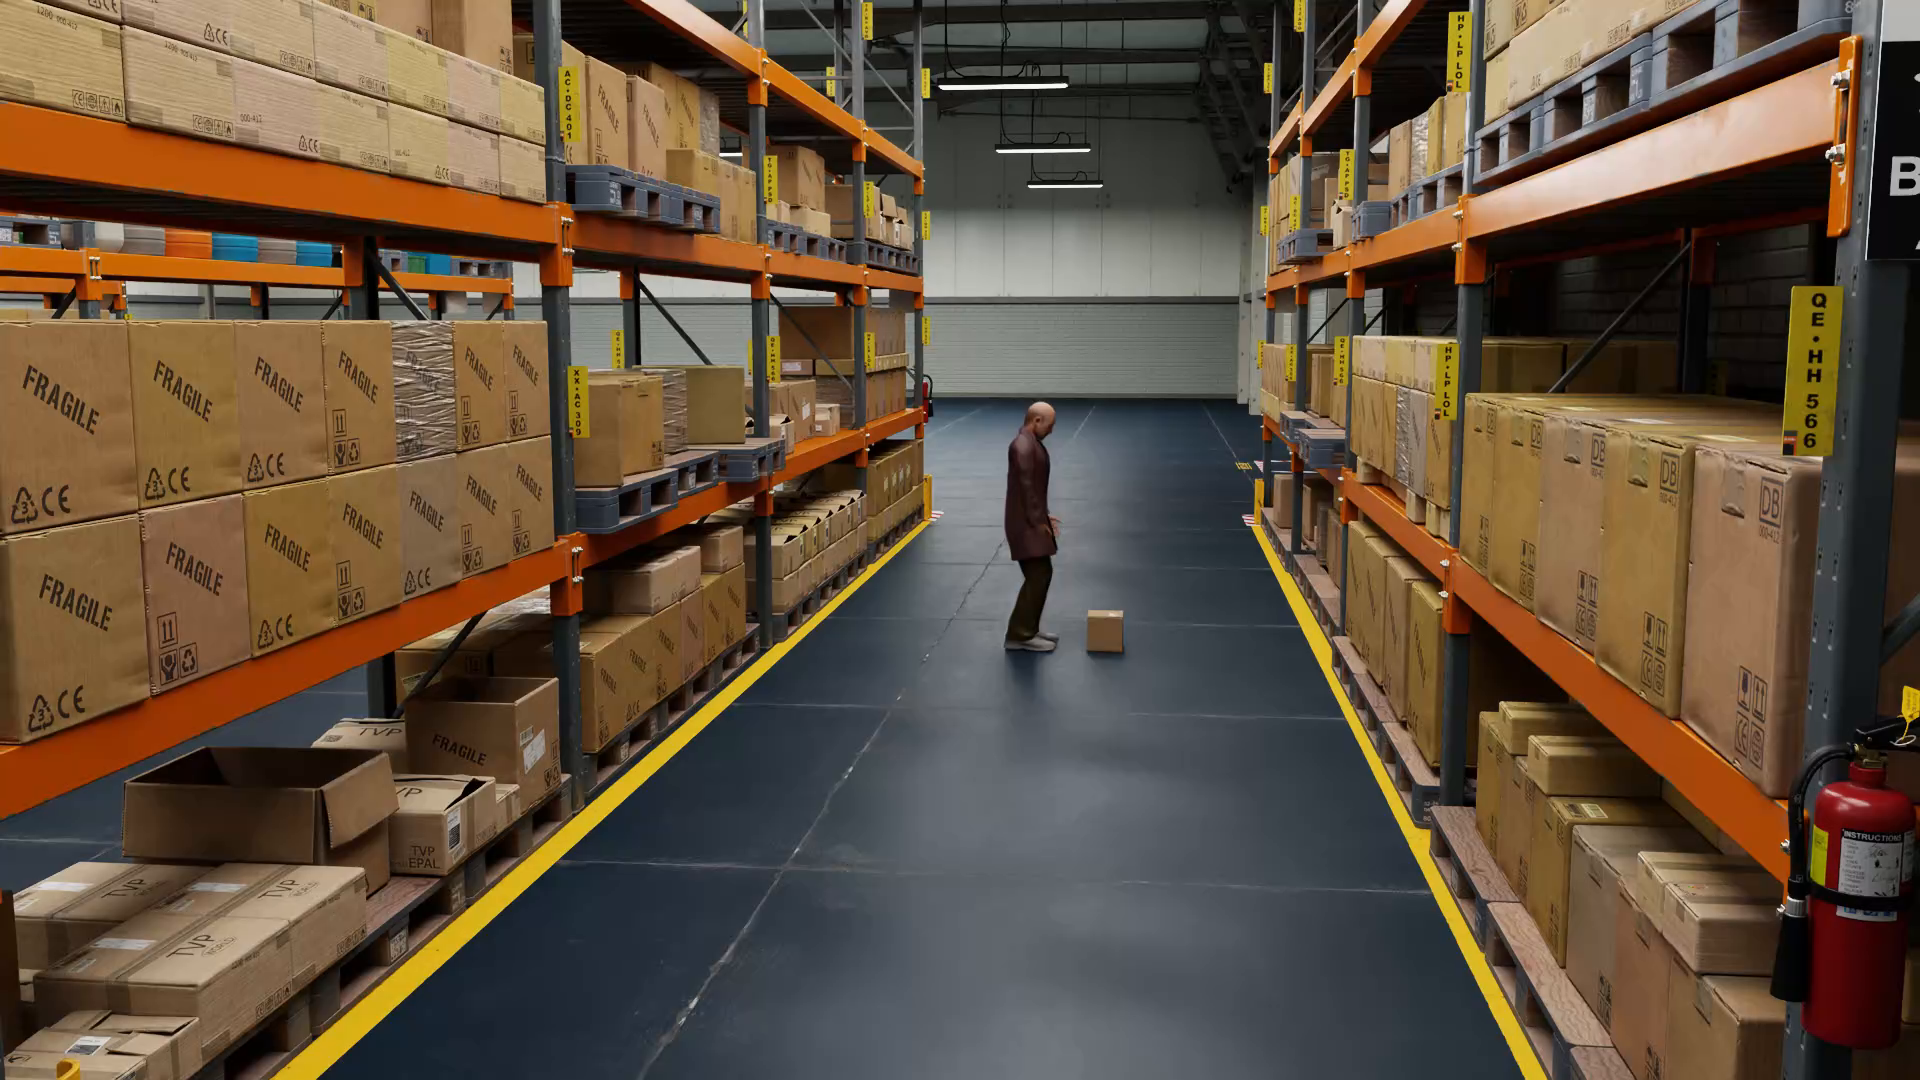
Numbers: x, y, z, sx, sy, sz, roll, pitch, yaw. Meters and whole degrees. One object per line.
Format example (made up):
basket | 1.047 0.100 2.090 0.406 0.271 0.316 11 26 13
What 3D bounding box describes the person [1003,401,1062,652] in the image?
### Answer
person | 0.517 -0.102 11.793 0.390 1.745 0.579 1 7 8
